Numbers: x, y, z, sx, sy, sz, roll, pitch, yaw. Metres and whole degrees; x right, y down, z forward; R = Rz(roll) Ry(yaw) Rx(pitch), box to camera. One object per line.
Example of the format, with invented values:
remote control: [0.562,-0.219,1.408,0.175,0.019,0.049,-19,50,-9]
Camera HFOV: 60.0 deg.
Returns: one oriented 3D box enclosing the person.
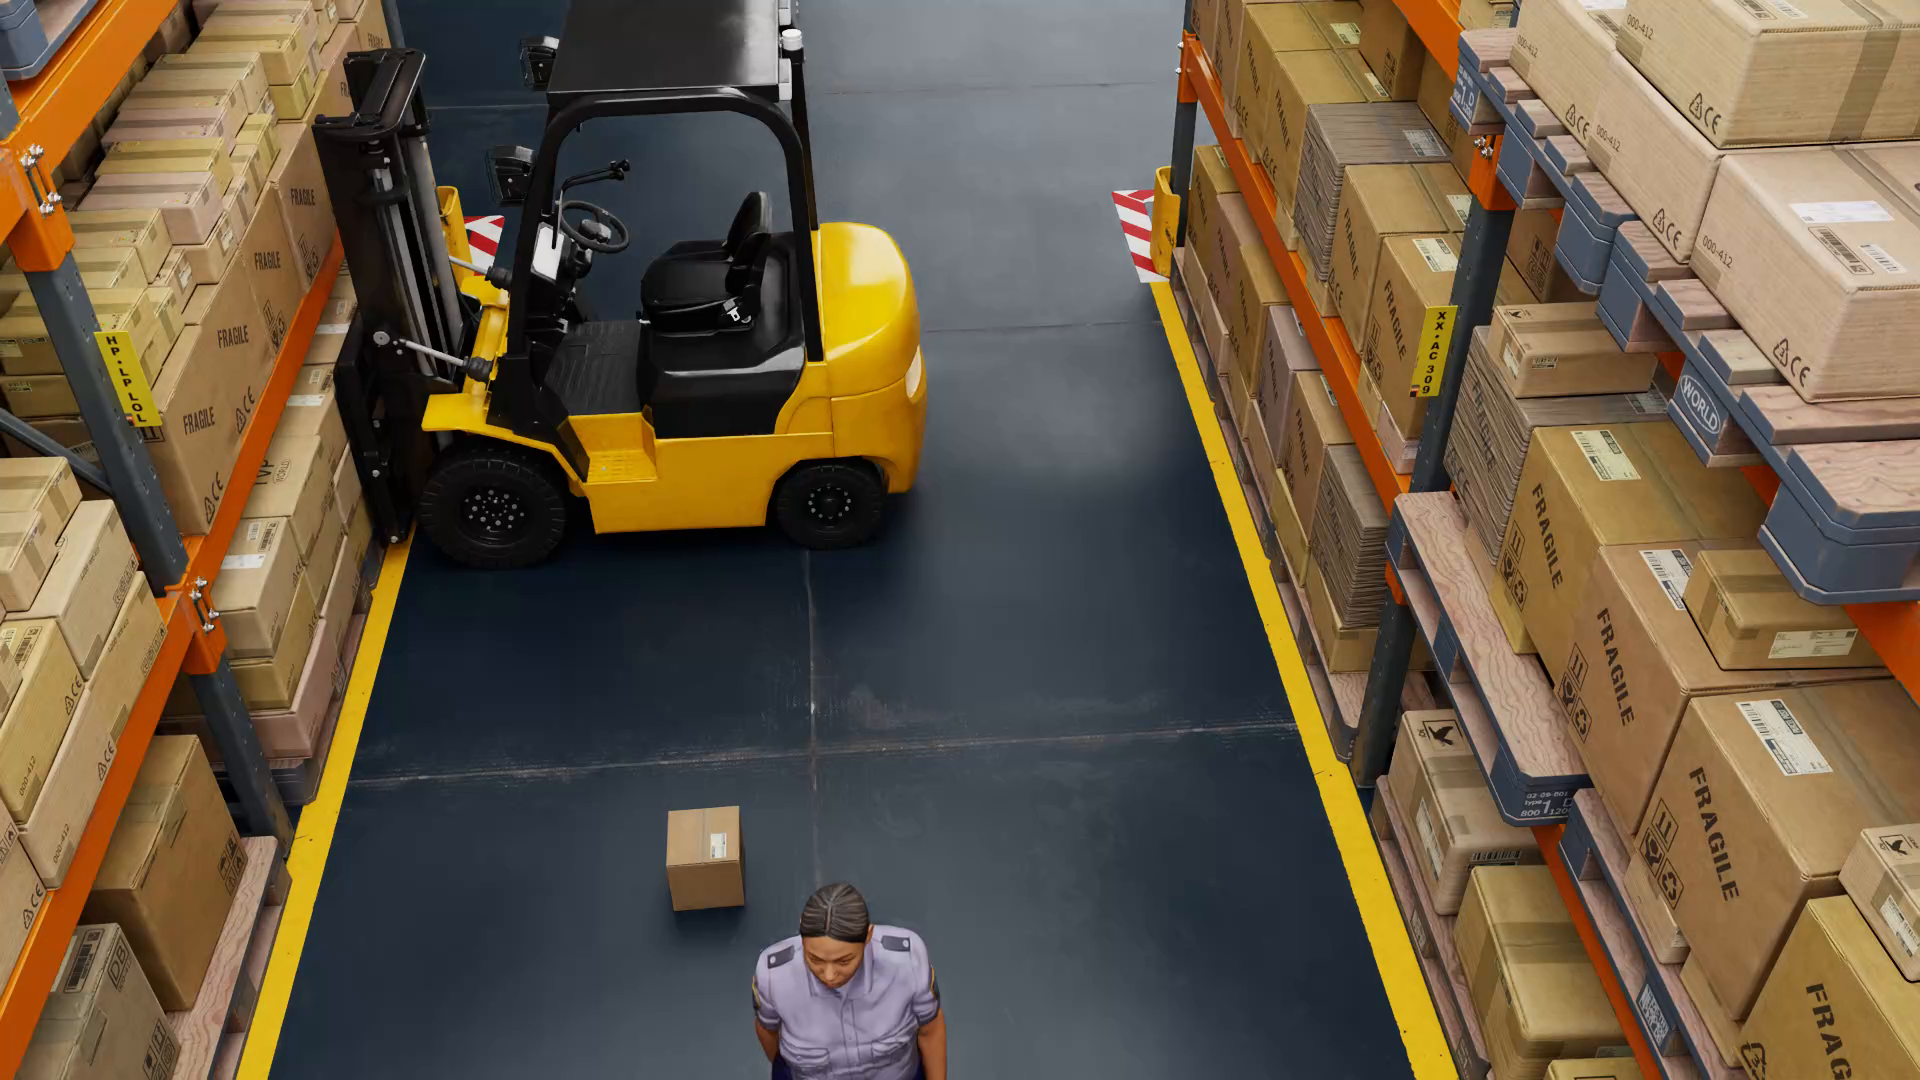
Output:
person: [-0.291,1.395,4.448,0.479,1.603,0.899,-8,40,-10]
